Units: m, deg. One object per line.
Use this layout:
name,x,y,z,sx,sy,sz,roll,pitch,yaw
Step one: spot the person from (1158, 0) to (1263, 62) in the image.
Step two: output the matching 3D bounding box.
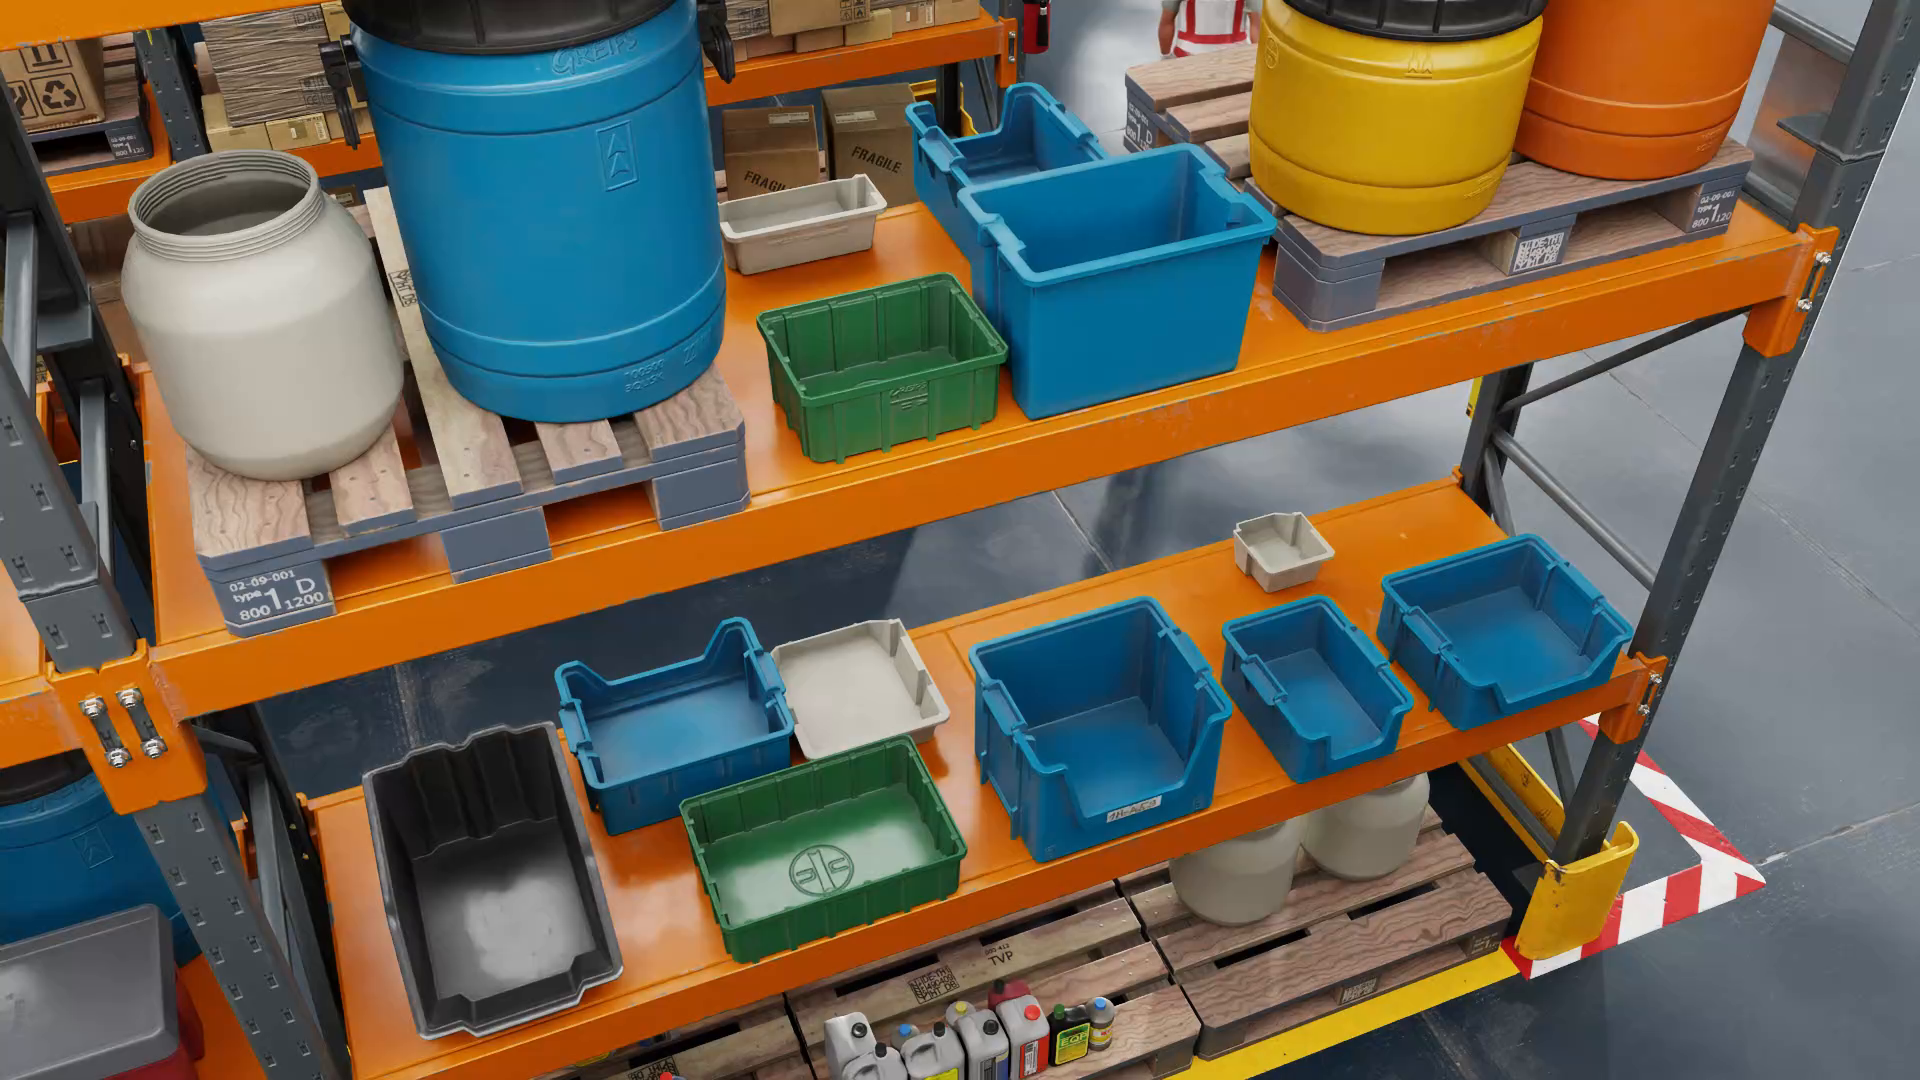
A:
person,1.395,-2.690,9.212,0.629,1.716,1.089,-1,41,-1
